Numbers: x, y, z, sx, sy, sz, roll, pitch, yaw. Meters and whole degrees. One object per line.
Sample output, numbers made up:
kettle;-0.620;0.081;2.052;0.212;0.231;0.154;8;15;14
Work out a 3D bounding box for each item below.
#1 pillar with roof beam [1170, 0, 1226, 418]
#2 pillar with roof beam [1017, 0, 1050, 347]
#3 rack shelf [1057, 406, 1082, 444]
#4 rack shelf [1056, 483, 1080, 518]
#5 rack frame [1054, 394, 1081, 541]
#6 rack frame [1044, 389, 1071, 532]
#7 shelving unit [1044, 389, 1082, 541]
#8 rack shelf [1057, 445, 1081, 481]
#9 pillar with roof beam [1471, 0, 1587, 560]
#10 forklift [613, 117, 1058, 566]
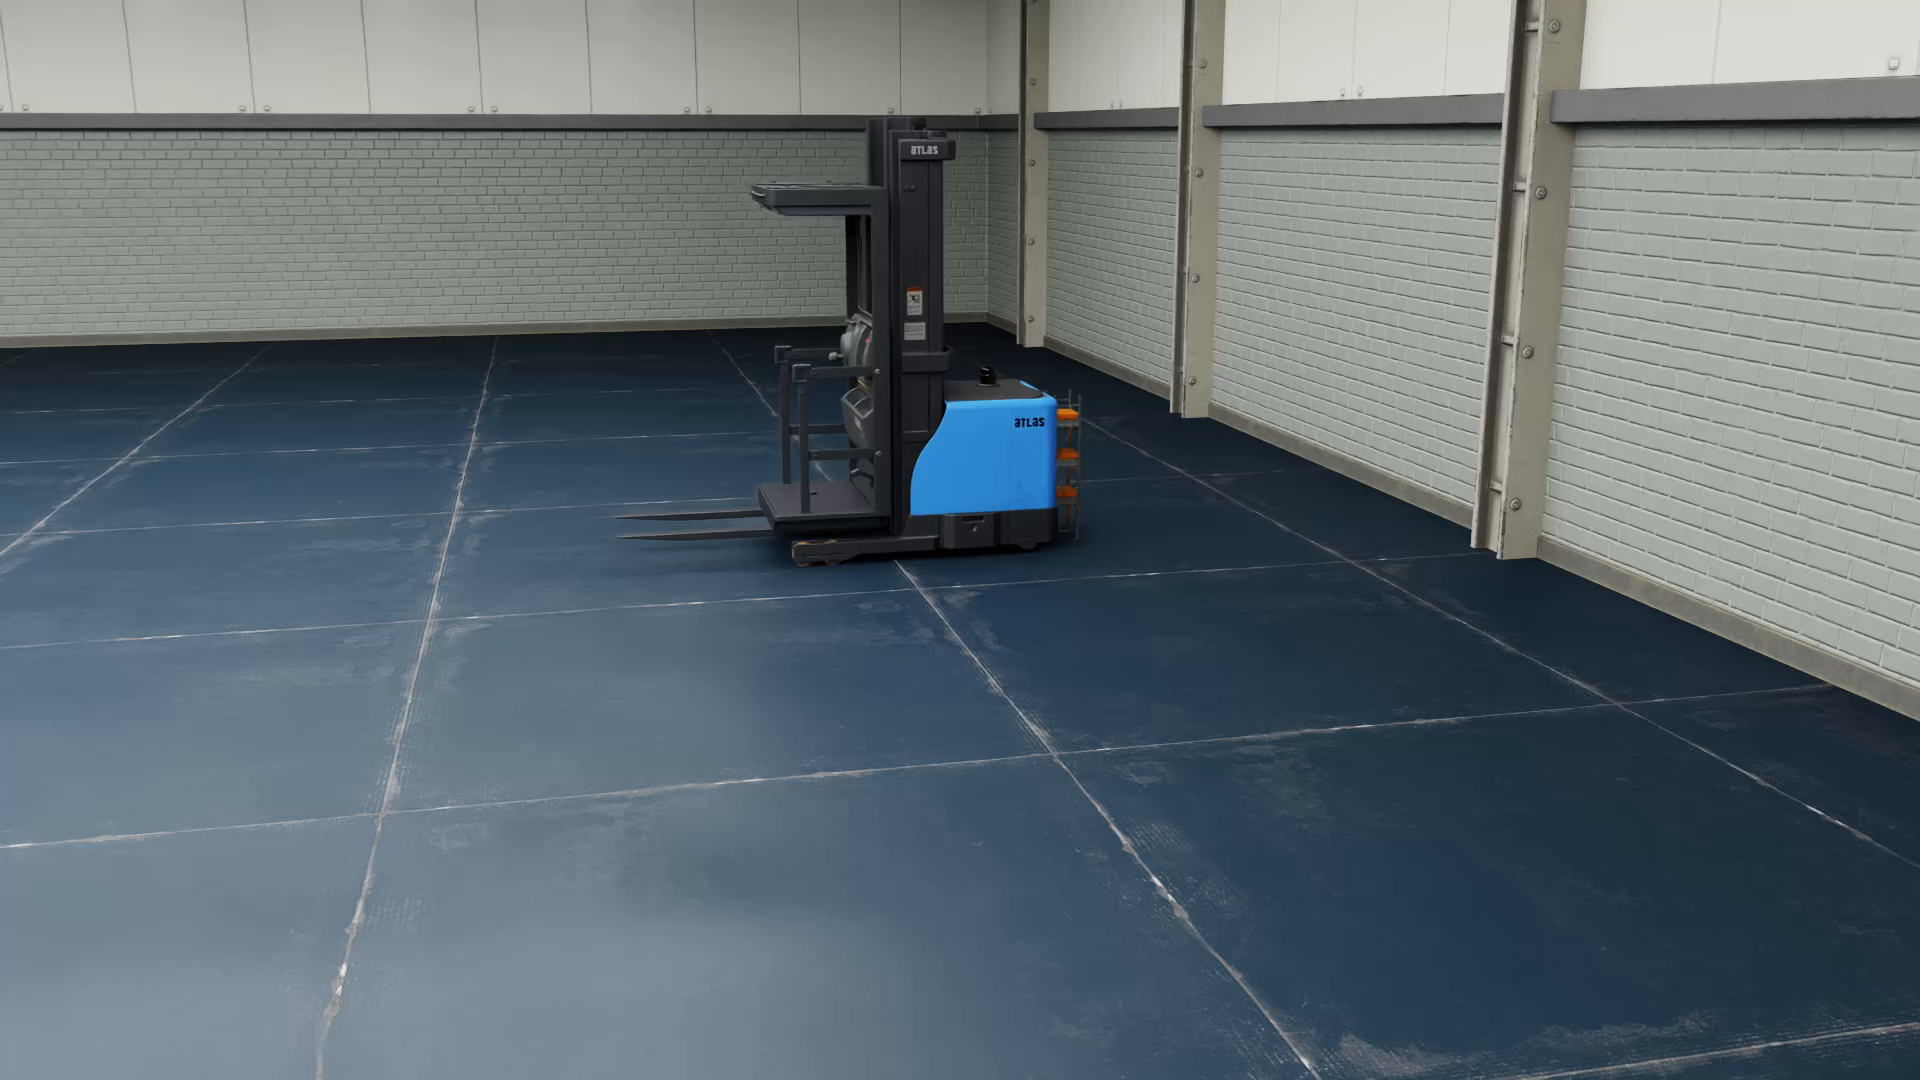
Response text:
pillar with roof beam;-1.792;-5.436;15.215;9.100;9.000;0.400;-3;14;-13
pillar with roof beam;-3.202;-6.820;20.880;9.100;9.000;0.400;-3;14;-13
rack shelf;0.727;-0.802;11.847;0.215;0.259;0.240;-3;14;-13
rack shelf;0.726;-0.256;11.980;0.215;0.259;0.240;-3;14;-13
rack frame;0.754;-0.509;11.796;0.200;1.050;0.008;-3;14;-13
rack frame;0.699;-0.565;12.027;0.200;1.050;0.008;-3;14;-13
shelving unit;0.727;-0.537;11.911;0.215;1.050;0.252;-3;14;-13
rack shelf;0.727;-0.526;11.914;0.215;0.259;0.240;-3;14;-13
pillar with roof beam;-0.383;-4.051;9.549;9.100;9.000;0.400;-3;14;-13
forklift;-0.889;-1.383;11.412;3.031;2.935;1.130;-3;14;-13
